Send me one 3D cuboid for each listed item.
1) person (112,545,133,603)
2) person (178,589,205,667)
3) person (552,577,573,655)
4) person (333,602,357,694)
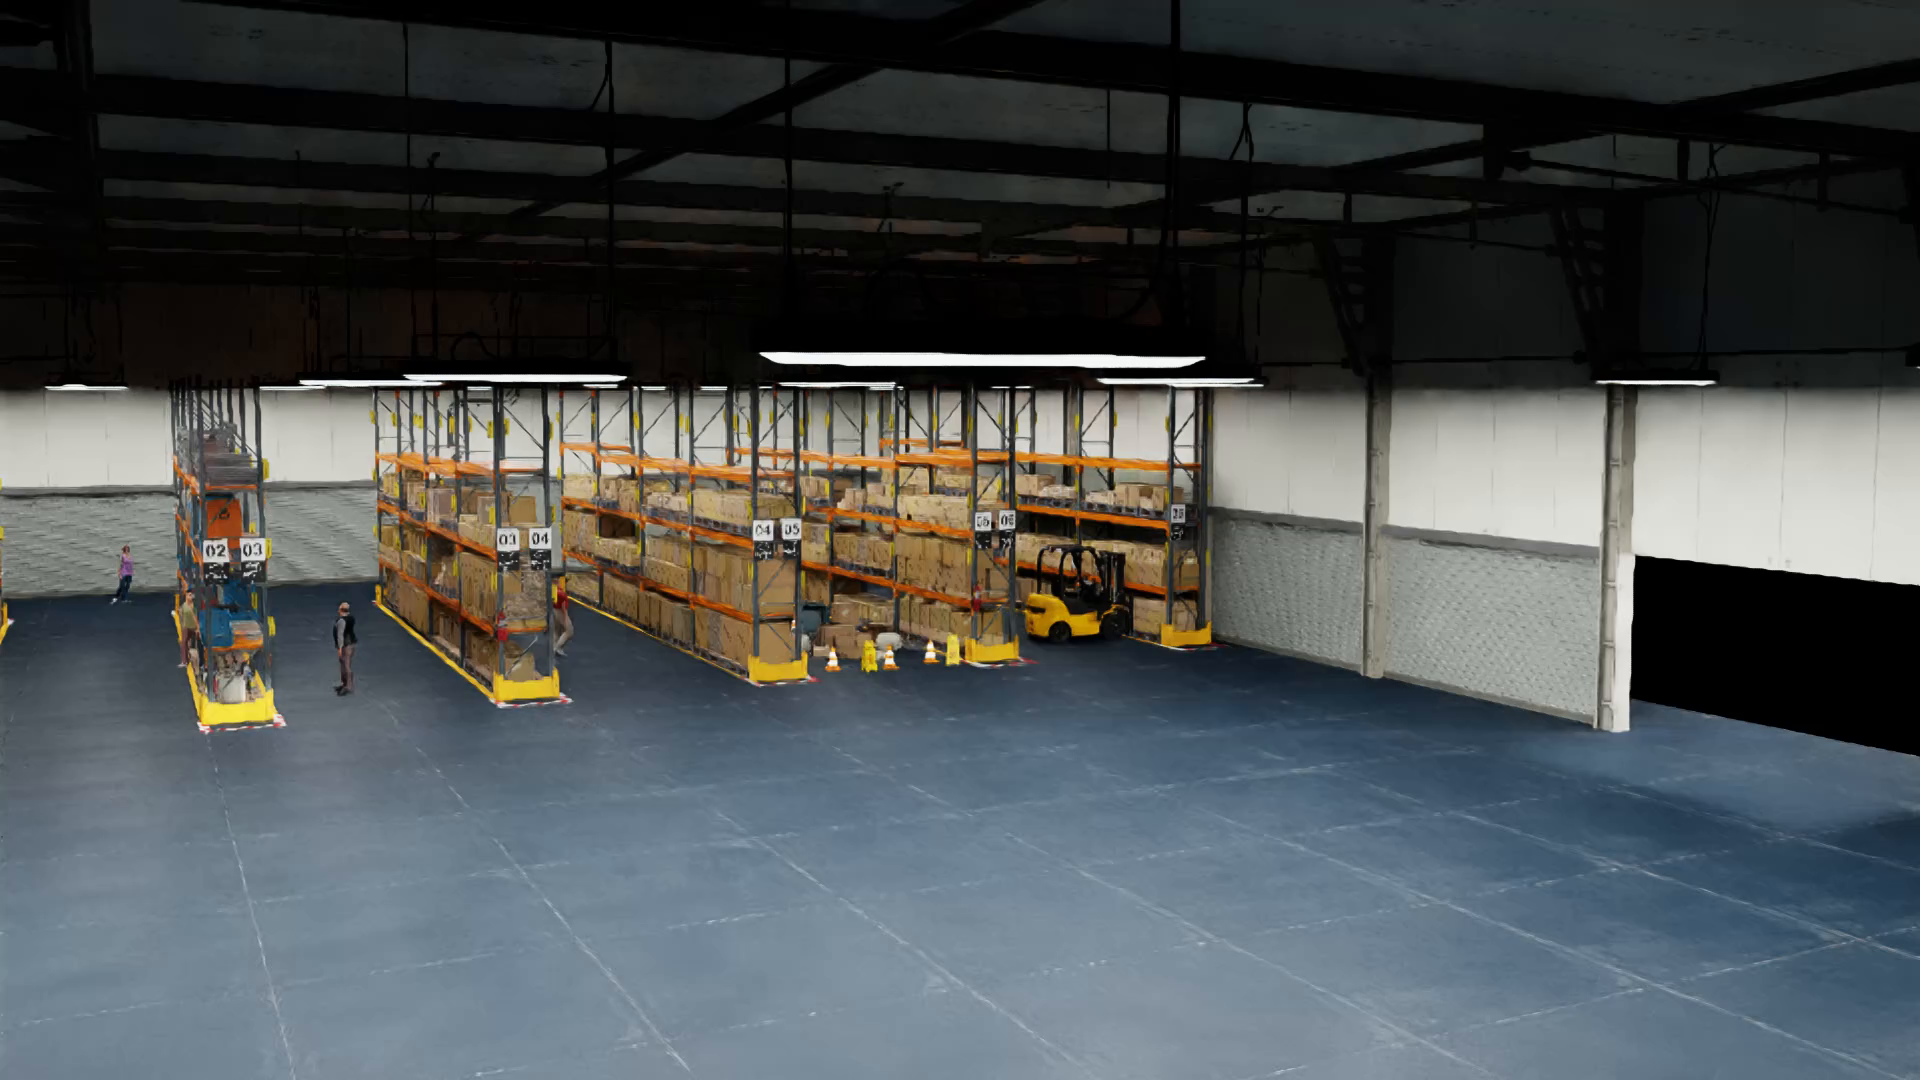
[{"bbox_3d":[-22.632,0.930,44.927,0.452,1.585,0.557,2,5,21],"label":"person"},{"bbox_3d":[-16.012,1.819,34.776,0.499,1.620,0.963,0,5,-5],"label":"person"},{"bbox_3d":[-8.713,1.656,36.061,0.586,1.724,0.461,4,6,37],"label":"person"},{"bbox_3d":[-11.746,2.039,31.640,0.494,1.725,0.578,0,5,3],"label":"person"}]
